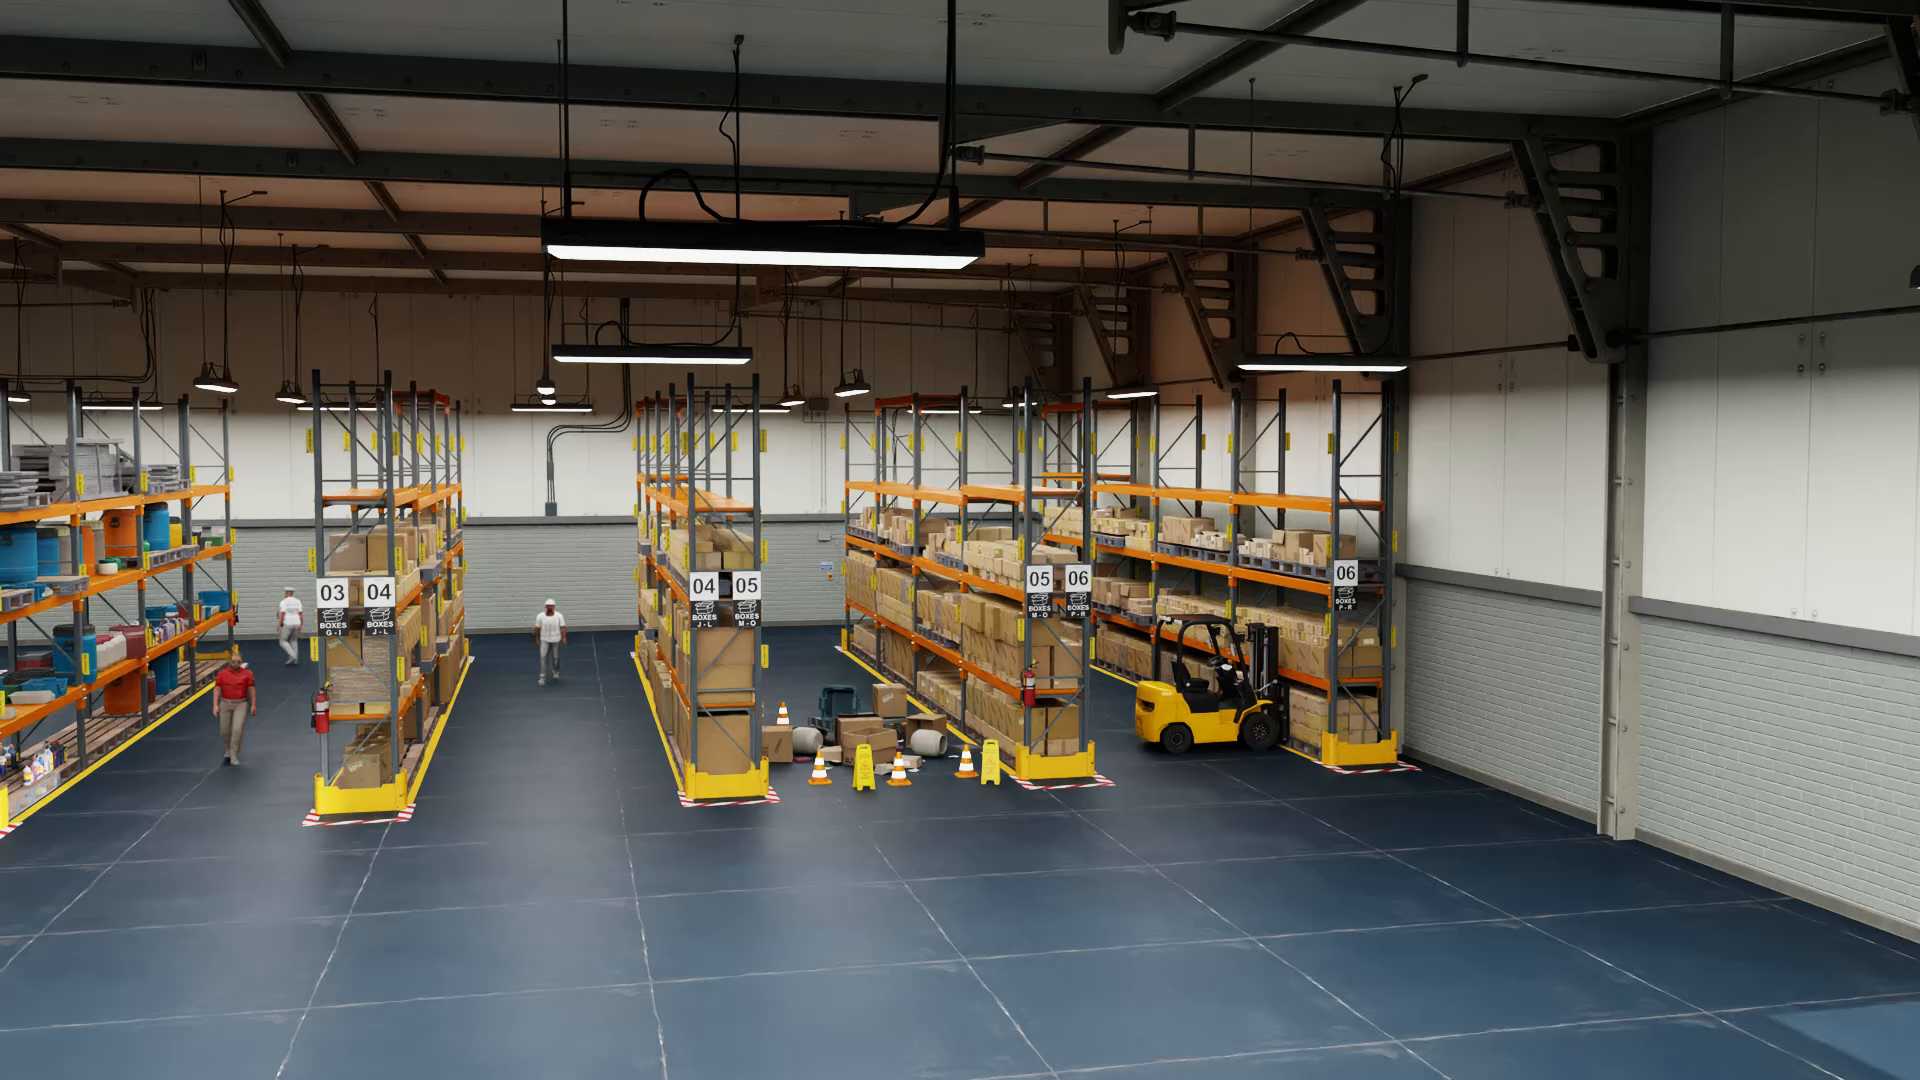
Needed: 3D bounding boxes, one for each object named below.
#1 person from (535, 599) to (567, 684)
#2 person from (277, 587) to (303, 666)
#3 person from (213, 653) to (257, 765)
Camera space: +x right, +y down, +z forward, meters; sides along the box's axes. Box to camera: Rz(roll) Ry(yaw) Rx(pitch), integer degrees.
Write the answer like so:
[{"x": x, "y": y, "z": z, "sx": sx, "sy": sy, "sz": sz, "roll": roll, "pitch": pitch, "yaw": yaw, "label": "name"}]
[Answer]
[{"x": -8.588, "y": 2.103, "z": 34.879, "sx": 0.682, "sy": 1.726, "sz": 1.005, "roll": 0, "pitch": 3, "yaw": -6, "label": "person"}, {"x": -15.148, "y": 1.959, "z": 37.710, "sx": 0.532, "sy": 1.786, "sz": 0.590, "roll": 2, "pitch": 4, "yaw": 30, "label": "person"}, {"x": -11.443, "y": 2.663, "z": 26.244, "sx": 0.616, "sy": 1.757, "sz": 0.682, "roll": -1, "pitch": 3, "yaw": -17, "label": "person"}]
